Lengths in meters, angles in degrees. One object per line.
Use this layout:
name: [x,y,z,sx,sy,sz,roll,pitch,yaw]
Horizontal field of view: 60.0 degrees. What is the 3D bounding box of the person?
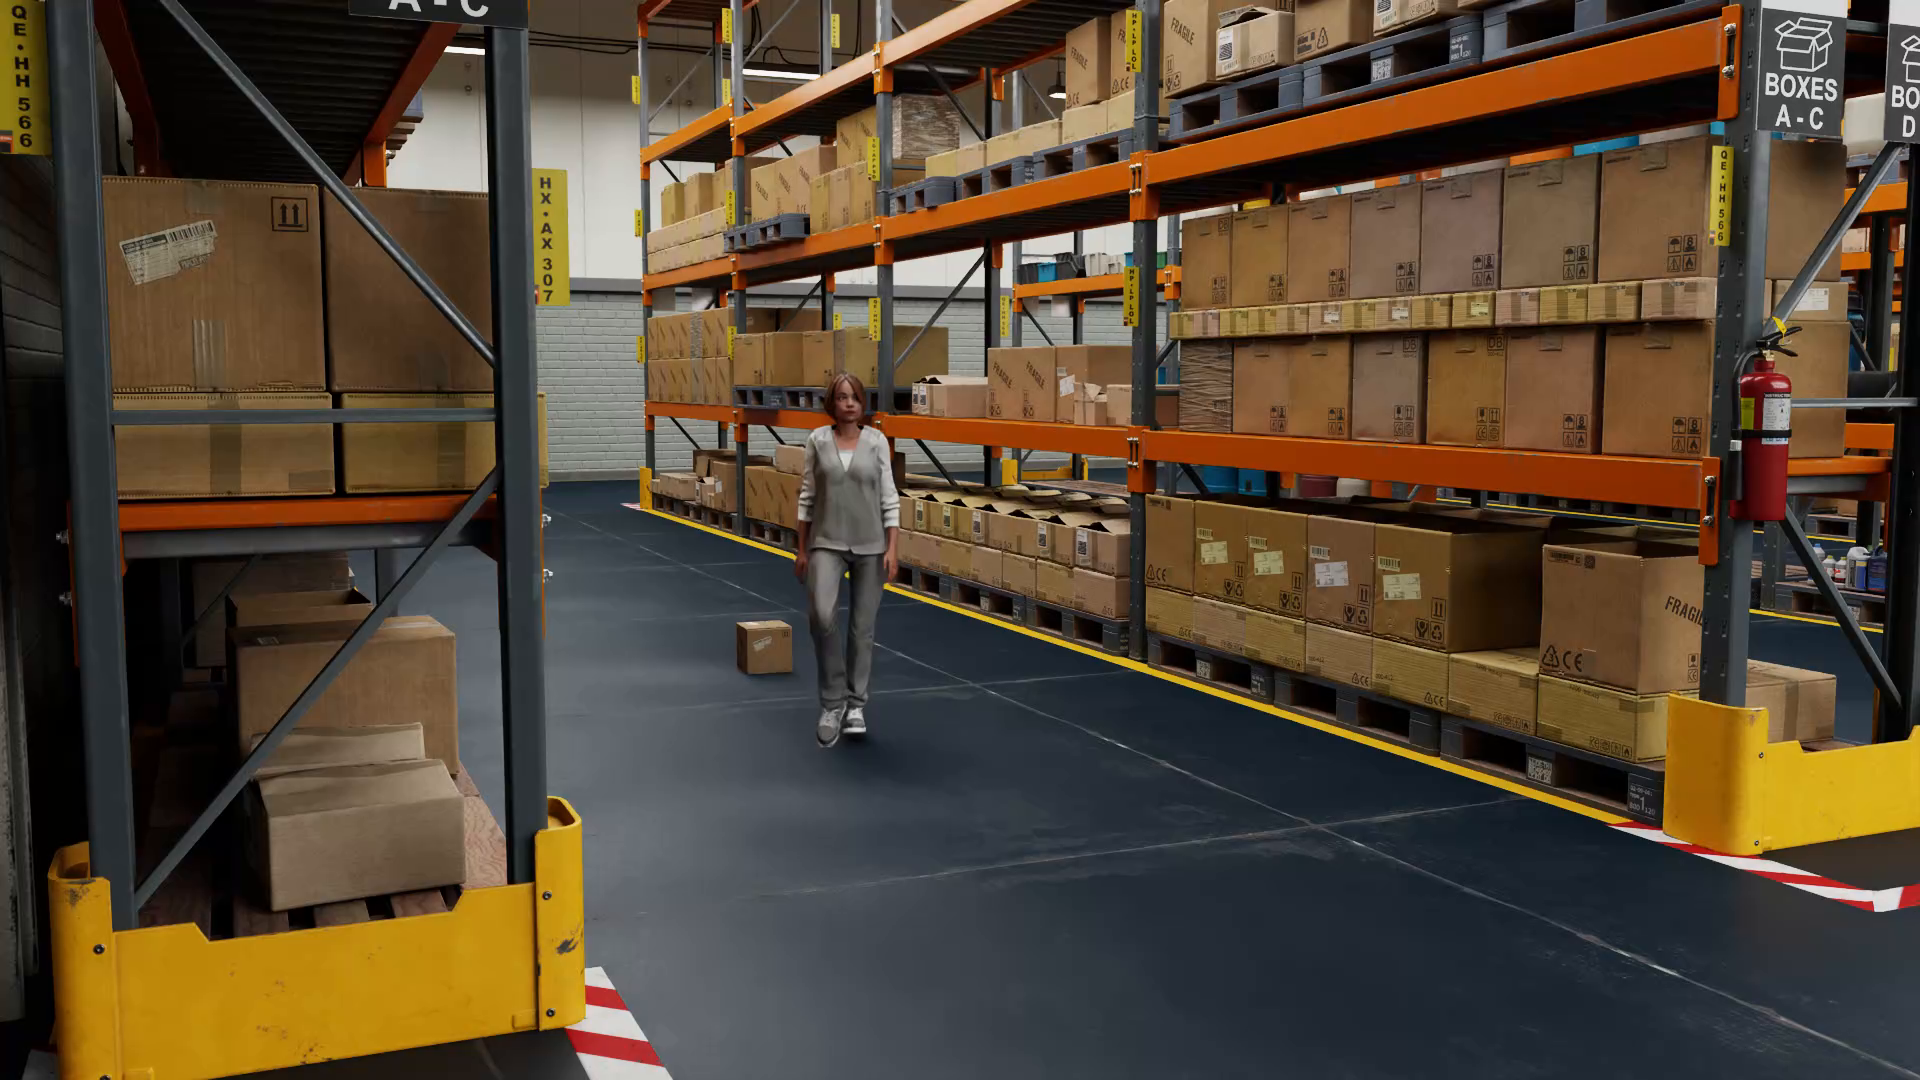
person: [-0.487,0.084,7.245,0.459,1.624,0.466,-1,6,-7]
